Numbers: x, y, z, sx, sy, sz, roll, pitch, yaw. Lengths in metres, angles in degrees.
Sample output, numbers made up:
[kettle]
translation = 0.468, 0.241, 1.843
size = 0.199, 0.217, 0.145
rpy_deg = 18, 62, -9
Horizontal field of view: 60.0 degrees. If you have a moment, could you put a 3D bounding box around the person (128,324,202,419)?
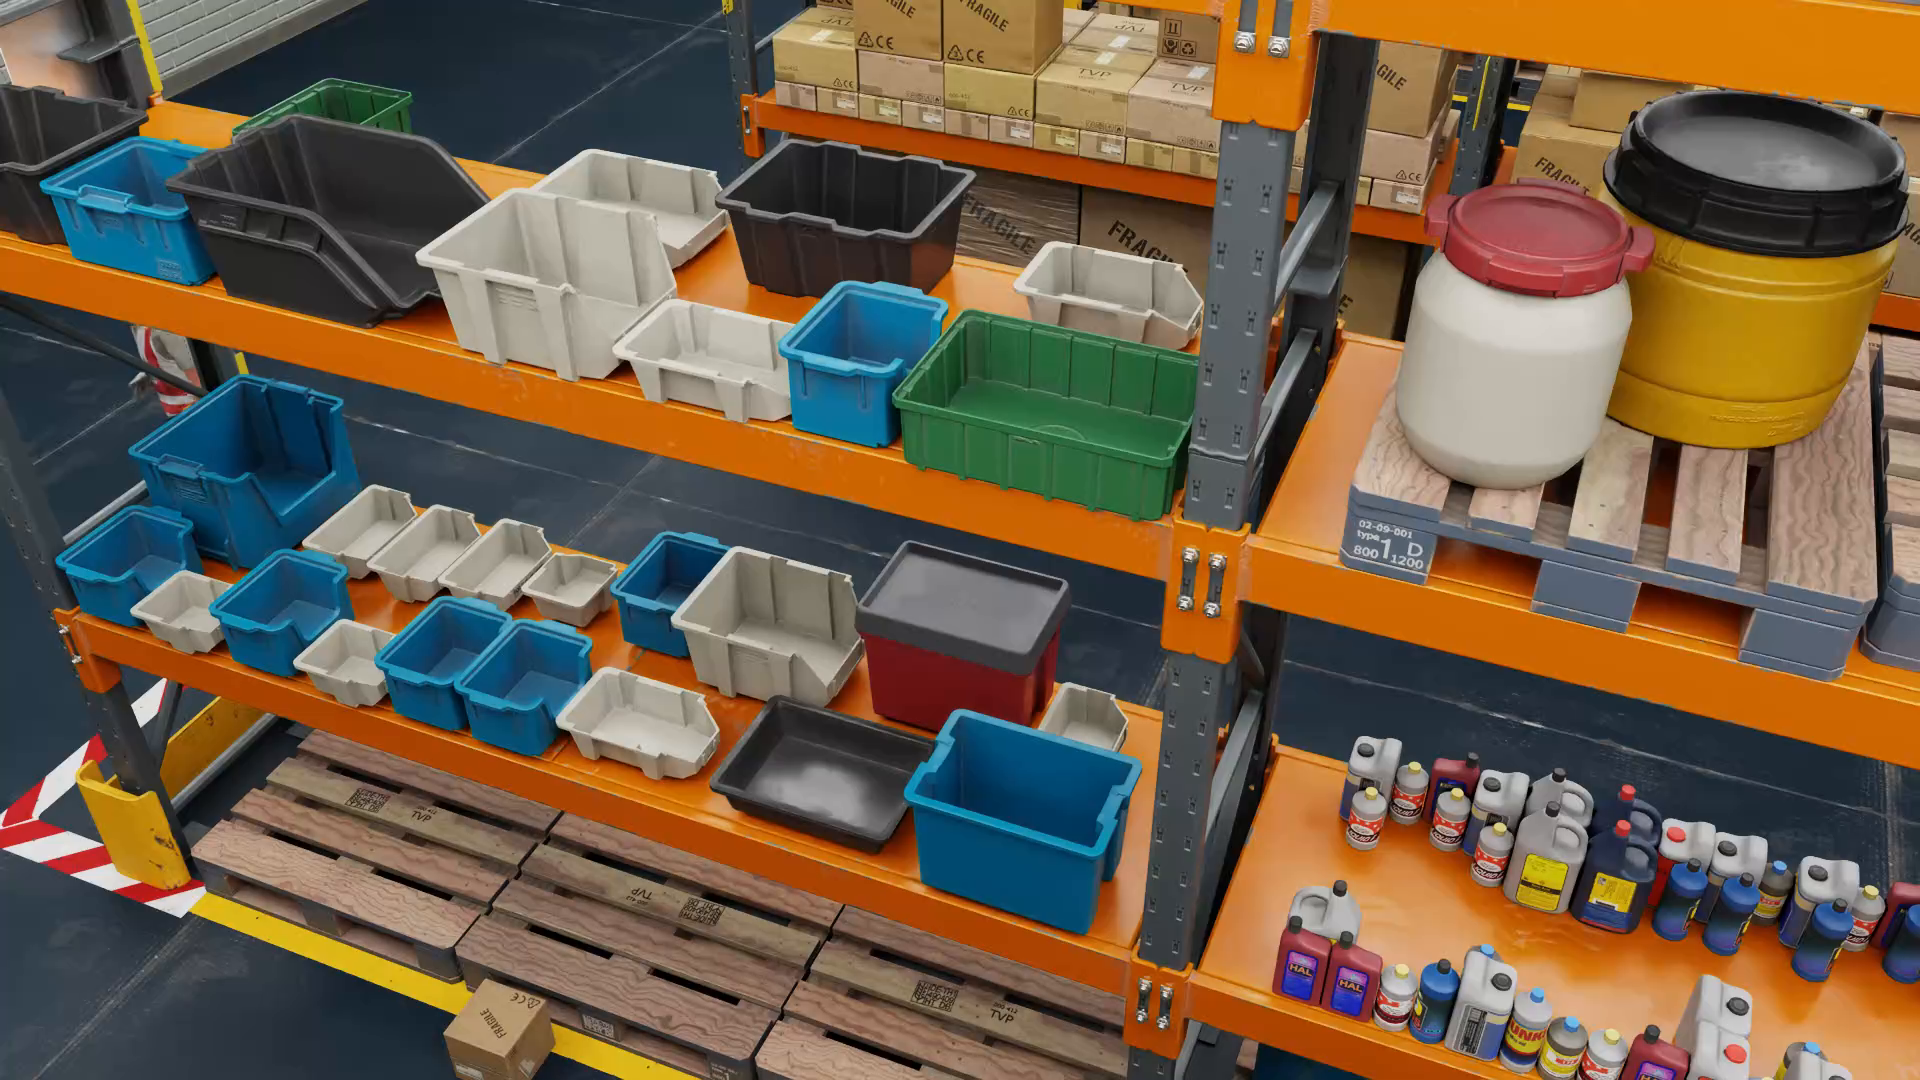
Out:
[person]
translation = -3.544, -0.609, 7.590
size = 0.467, 1.798, 0.717
rpy_deg = -13, 39, -17
